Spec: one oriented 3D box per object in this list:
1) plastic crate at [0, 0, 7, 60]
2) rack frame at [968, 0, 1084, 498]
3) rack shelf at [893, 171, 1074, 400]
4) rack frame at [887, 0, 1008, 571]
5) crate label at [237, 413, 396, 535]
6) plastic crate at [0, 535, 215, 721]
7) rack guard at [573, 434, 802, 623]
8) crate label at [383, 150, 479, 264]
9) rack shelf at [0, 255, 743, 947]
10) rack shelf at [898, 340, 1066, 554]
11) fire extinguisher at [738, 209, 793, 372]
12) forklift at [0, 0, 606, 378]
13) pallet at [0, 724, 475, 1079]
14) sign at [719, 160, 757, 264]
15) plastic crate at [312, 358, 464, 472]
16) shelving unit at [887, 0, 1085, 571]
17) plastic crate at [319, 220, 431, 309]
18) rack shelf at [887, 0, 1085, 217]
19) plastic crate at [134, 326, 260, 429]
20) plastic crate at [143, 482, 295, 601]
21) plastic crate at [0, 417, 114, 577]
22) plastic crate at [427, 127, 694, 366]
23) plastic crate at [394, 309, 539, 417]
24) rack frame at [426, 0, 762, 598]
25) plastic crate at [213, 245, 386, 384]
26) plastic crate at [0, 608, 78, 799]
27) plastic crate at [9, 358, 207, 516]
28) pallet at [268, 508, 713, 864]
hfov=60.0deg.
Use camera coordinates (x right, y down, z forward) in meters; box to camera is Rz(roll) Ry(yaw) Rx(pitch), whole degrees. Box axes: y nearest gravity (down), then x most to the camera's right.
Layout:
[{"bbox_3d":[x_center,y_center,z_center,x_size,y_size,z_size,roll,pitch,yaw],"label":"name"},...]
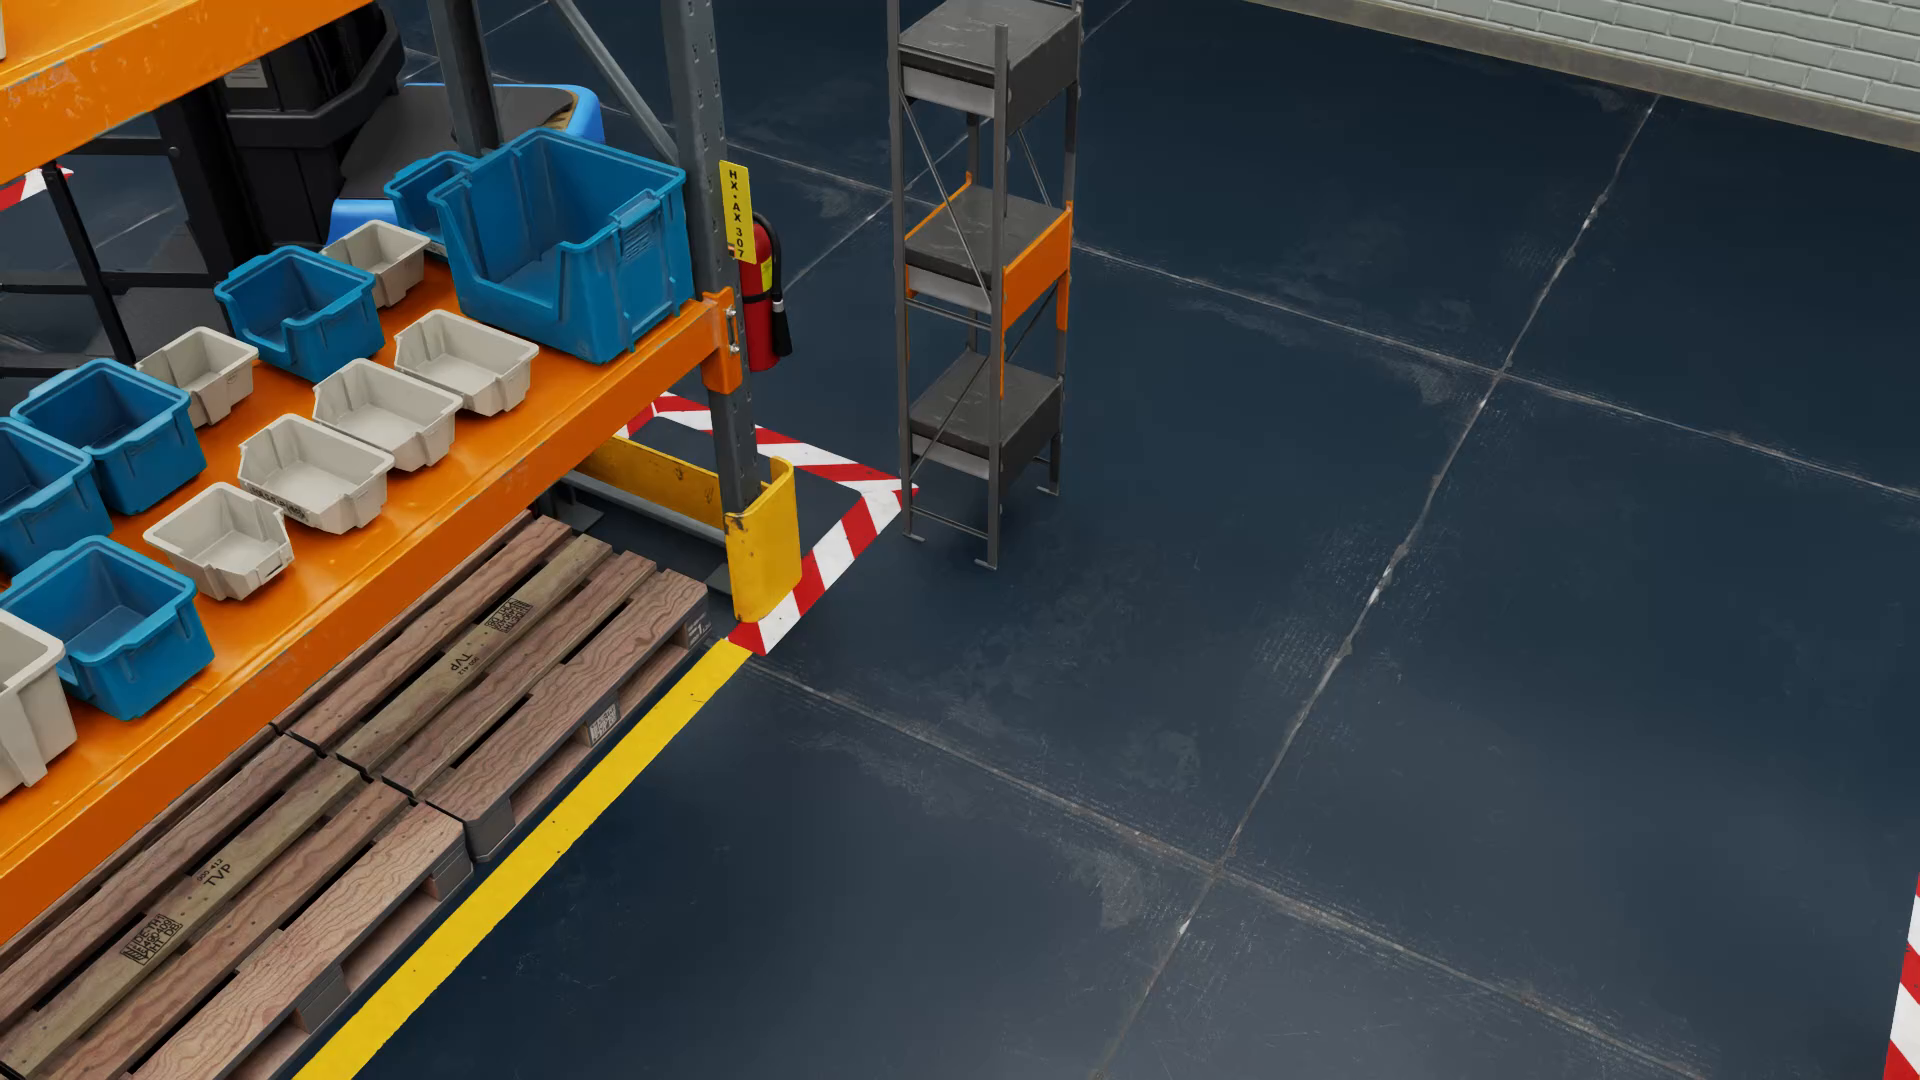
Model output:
[{"bbox_3d":[-1.966,-0.850,2.876,0.437,0.136,0.530,21,45,22],"label":"plastic crate"},{"bbox_3d":[0.205,-1.022,5.822,0.400,2.100,0.015,21,45,22],"label":"rack frame"},{"bbox_3d":[0.083,-0.872,5.673,0.431,0.518,0.480,21,45,22],"label":"rack shelf"},{"bbox_3d":[-0.039,-0.743,5.505,0.400,2.100,0.015,21,45,22],"label":"rack frame"},{"bbox_3d":[-1.674,-0.156,4.312,0.396,0.136,0.243,21,45,22],"label":"crate label"},{"bbox_3d":[-1.953,0.212,3.821,0.416,0.233,0.300,21,45,22],"label":"plastic crate"},{"bbox_3d":[-1.146,-0.168,6.062,1.175,0.500,0.348,21,45,22],"label":"rack guard"},{"bbox_3d":[-1.556,-1.015,5.214,0.416,0.233,0.303,21,45,22],"label":"crate label"},{"bbox_3d":[-2.148,0.326,4.154,1.077,0.370,4.000,21,45,22],"label":"rack shelf"},{"bbox_3d":[0.083,-0.347,6.135,0.431,0.518,0.480,21,45,22],"label":"rack shelf"},{"bbox_3d":[-0.678,-0.855,5.292,0.296,0.674,0.183,21,45,22],"label":"fire extinguisher"},{"bbox_3d":[-2.968,-1.842,6.124,3.031,2.935,1.130,1,41,1],"label":"forklift"},{"bbox_3d":[-2.205,1.113,4.826,1.003,0.211,1.213,21,45,22],"label":"pallet"},{"bbox_3d":[-0.663,-0.977,4.966,0.100,0.325,0.005,21,45,22],"label":"sign"},{"bbox_3d":[-1.556,-0.324,4.502,0.396,0.136,0.243,21,45,22],"label":"plastic crate"},{"bbox_3d":[0.083,-0.883,5.664,0.431,2.100,0.503,21,45,22],"label":"shelving unit"},{"bbox_3d":[-1.788,-0.823,5.069,0.250,0.136,0.298,21,45,22],"label":"plastic crate"},{"bbox_3d":[0.083,-1.398,5.210,0.431,0.518,0.480,21,45,22],"label":"rack shelf"},{"bbox_3d":[-2.127,-0.435,4.628,0.250,0.136,0.298,21,45,22],"label":"plastic crate"},{"bbox_3d":[-1.806,0.019,4.113,0.298,0.136,0.250,21,45,22],"label":"plastic crate"},{"bbox_3d":[-2.365,-0.090,4.164,0.416,0.233,0.300,21,45,22],"label":"plastic crate"},{"bbox_3d":[-1.153,-0.870,4.897,0.616,0.435,0.499,21,45,22],"label":"plastic crate"},{"bbox_3d":[-1.398,-0.485,4.685,0.396,0.136,0.243,21,45,22],"label":"plastic crate"},{"bbox_3d":[-1.147,-1.088,5.216,1.000,3.000,0.127,21,45,22],"label":"rack frame"},{"bbox_3d":[-1.885,-0.639,4.787,0.416,0.233,0.300,21,45,22],"label":"plastic crate"},{"bbox_3d":[-2.225,0.410,3.559,0.437,0.282,0.530,21,45,22],"label":"plastic crate"},{"bbox_3d":[-2.215,-0.262,4.359,0.416,0.233,0.300,21,45,22],"label":"plastic crate"},{"bbox_3d":[-1.593,0.418,5.616,1.003,0.211,1.213,21,45,22],"label":"pallet"}]
